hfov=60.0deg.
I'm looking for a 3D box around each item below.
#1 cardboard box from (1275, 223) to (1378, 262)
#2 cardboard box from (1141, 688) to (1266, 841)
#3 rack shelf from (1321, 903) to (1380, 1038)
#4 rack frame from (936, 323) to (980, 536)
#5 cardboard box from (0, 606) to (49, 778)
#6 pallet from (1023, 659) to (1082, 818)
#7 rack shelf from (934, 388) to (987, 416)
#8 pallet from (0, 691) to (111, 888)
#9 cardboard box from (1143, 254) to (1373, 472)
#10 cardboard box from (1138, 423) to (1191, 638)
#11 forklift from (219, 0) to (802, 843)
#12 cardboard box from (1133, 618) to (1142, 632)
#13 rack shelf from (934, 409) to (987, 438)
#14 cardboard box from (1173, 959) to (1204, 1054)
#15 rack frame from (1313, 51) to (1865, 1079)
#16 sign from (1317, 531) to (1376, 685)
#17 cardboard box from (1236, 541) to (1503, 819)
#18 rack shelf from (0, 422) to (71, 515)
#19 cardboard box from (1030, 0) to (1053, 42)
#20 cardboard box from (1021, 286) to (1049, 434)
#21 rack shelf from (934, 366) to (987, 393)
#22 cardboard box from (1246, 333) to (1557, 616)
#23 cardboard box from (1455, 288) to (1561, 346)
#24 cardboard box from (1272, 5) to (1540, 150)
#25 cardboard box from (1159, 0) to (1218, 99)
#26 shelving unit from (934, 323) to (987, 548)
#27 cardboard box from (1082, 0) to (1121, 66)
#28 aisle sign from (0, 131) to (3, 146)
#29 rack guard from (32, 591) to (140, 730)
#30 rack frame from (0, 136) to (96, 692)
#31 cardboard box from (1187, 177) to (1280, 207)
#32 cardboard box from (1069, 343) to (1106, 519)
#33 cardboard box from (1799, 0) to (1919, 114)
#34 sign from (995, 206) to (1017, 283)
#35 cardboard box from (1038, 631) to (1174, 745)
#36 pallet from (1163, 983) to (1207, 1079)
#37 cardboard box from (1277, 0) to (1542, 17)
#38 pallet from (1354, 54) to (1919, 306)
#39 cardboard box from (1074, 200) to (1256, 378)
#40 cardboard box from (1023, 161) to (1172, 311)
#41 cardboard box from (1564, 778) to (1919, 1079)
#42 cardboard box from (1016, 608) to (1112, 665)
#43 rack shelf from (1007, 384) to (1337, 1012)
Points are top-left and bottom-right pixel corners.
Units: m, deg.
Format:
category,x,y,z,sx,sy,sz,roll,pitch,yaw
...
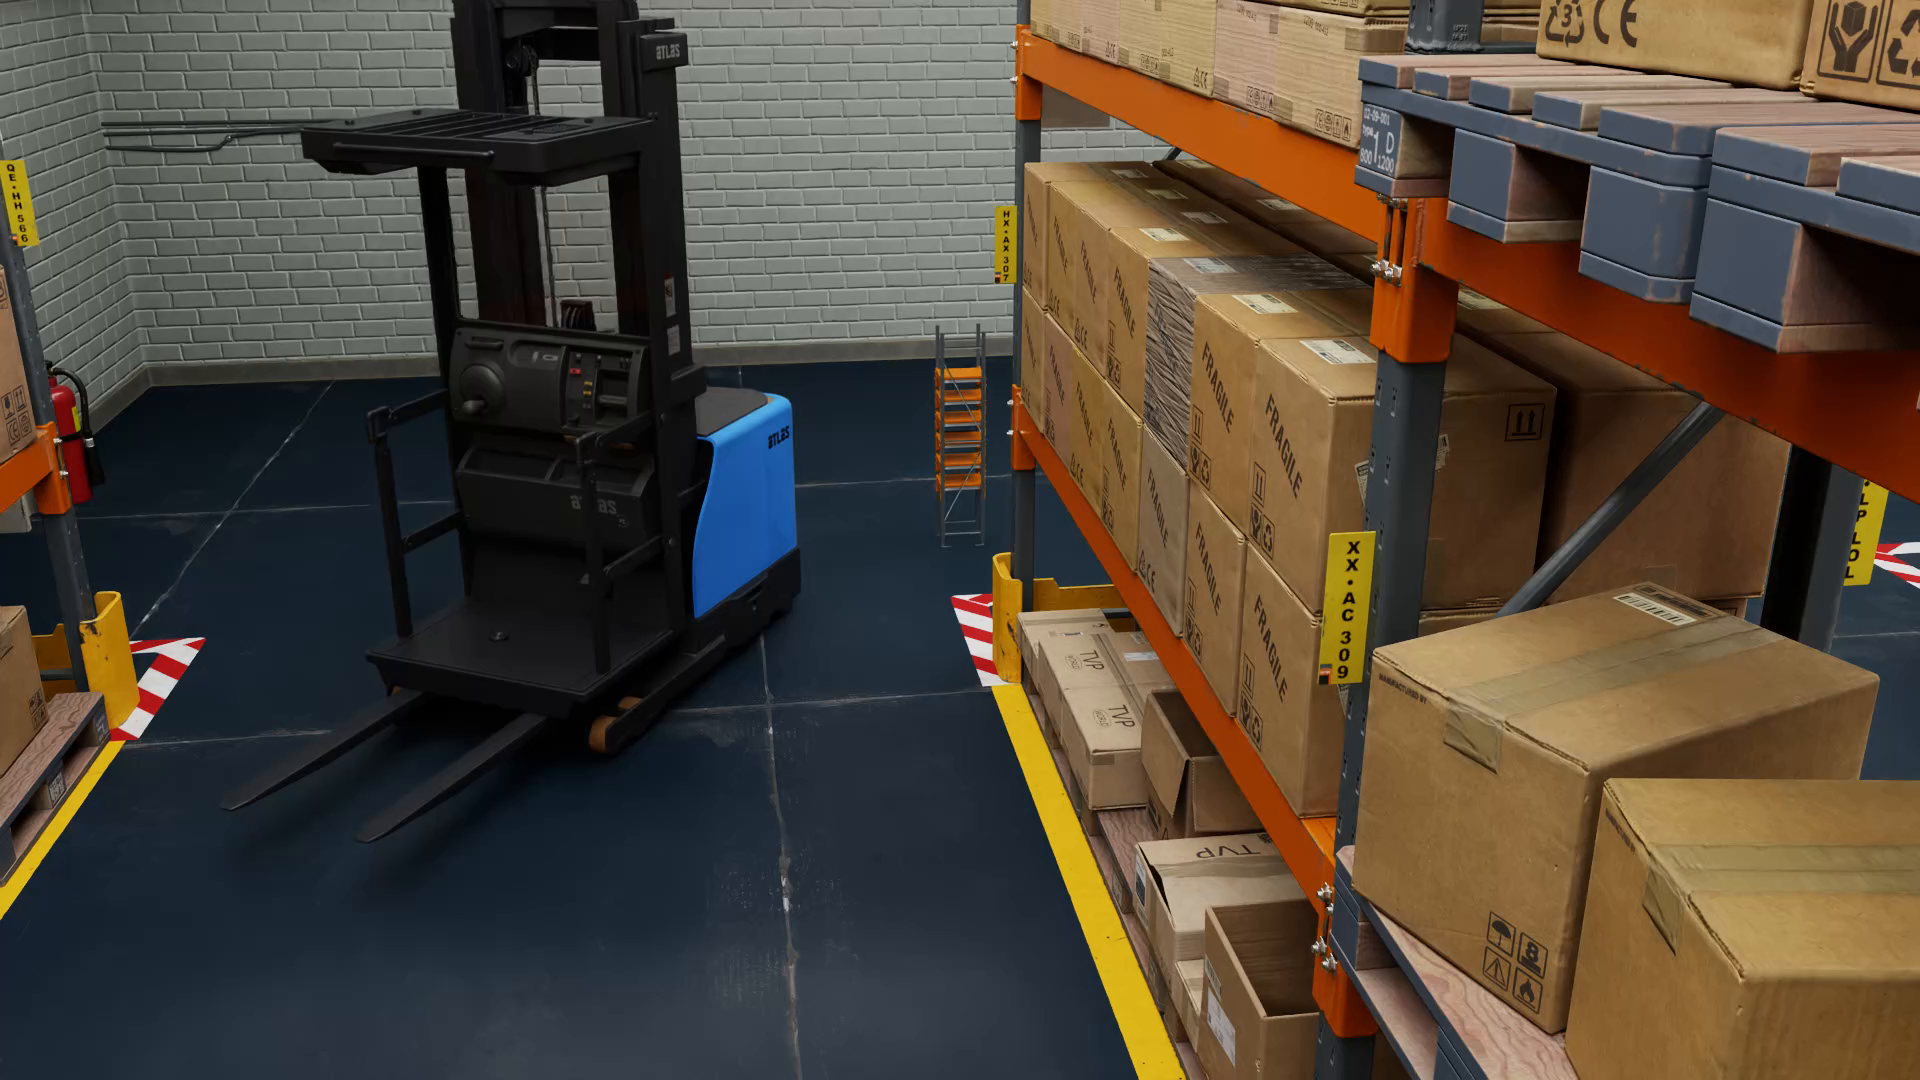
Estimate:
category,x,y,z,sx,sy,sz,roll,pitch,yaw
cardboard box,1.297,-0.714,5.269,0.500,0.500,0.500,-2,21,-6
cardboard box,1.035,0.827,5.654,0.797,0.503,0.637,-3,21,-8
rack shelf,1.599,1.543,1.825,1.077,0.370,4.000,-3,21,-8
rack frame,-0.011,-0.589,9.078,0.240,1.200,0.006,-3,21,-8
cardboard box,-3.967,0.592,6.317,0.700,0.500,0.500,-3,21,-8
pallet,0.861,0.738,6.940,1.003,0.211,1.213,-3,21,-8
rack shelf,0.002,-0.740,8.924,0.258,0.103,0.180,-3,21,-8
pallet,-3.975,0.959,6.346,1.003,0.211,1.213,-3,21,-8
cardboard box,0.833,-0.515,4.736,0.500,0.500,0.500,-3,21,-7
cardboard box,0.833,-0.049,4.918,0.500,0.500,0.500,-2,21,-7
forklift,-1.809,-0.650,6.768,1.130,2.935,3.031,8,22,20
cardboard box,1.056,0.270,7.151,0.500,0.500,0.500,-3,21,-8
rack shelf,0.002,-0.628,8.966,0.258,0.103,0.180,-3,21,-8
cardboard box,0.834,1.333,4.804,0.380,0.149,0.250,-3,21,-8
rack frame,1.311,0.514,3.553,1.000,3.000,0.127,-3,21,-8
sign,0.775,0.138,3.321,0.100,0.325,0.005,-3,21,-8
cardboard box,0.985,0.307,3.965,0.500,0.500,0.500,-3,21,-7
rack shelf,-3.879,0.410,4.861,1.077,0.370,4.000,-3,21,-8
cardboard box,0.557,-2.015,6.252,0.500,0.250,0.500,-3,21,-8
cardboard box,0.537,-0.751,6.797,0.500,0.500,0.500,-2,21,-7
rack shelf,0.002,-0.853,8.882,0.258,0.103,0.180,-3,21,-8
cardboard box,0.982,-0.163,3.795,0.500,0.500,0.500,-3,21,-7
cardboard box,1.446,-0.357,4.314,0.500,0.500,0.500,-4,21,-9
cardboard box,0.977,-0.976,3.470,0.500,0.250,0.500,-3,21,-8
cardboard box,0.835,-1.322,4.397,0.500,0.250,0.500,-3,21,-8
shelving unit,0.002,-0.557,8.993,0.258,1.200,0.189,-3,21,-8
cardboard box,0.690,-1.669,5.324,0.500,0.250,0.500,-3,21,-8
aisle sign,-3.881,-1.878,6.241,0.394,0.787,0.004,-3,21,-8
rack guard,-4.171,0.543,7.049,1.175,0.500,0.348,-3,21,-8
rack frame,-4.167,-0.620,6.589,1.000,3.000,0.127,-3,21,-8
cardboard box,1.144,-1.071,6.225,0.500,0.500,0.500,-2,21,-6
cardboard box,0.686,-0.399,5.854,0.500,0.500,0.500,-3,21,-8
cardboard box,1.429,-0.773,1.827,0.600,0.600,0.600,-3,21,-8
sign,0.197,-1.249,7.036,0.100,0.325,0.005,-3,21,-8
cardboard box,0.604,0.587,6.660,0.500,0.250,0.500,-3,21,-8
pallet,1.213,1.582,4.678,1.003,0.211,1.213,-3,21,-8
cardboard box,0.972,-1.210,3.381,0.500,0.250,0.500,-3,21,-8
pallet,1.335,-0.574,2.447,1.213,0.211,1.003,-3,21,-8
cardboard box,0.687,-0.865,5.674,0.500,0.500,0.500,-3,21,-7
cardboard box,0.537,-1.219,6.622,0.500,0.500,0.500,-2,21,-6
cardboard box,1.320,0.680,2.364,0.700,0.500,0.500,0,20,1
cardboard box,0.454,0.421,7.249,0.380,0.149,0.250,-3,21,-8
rack shelf,1.022,0.158,5.533,1.077,0.370,4.000,-3,21,-8
